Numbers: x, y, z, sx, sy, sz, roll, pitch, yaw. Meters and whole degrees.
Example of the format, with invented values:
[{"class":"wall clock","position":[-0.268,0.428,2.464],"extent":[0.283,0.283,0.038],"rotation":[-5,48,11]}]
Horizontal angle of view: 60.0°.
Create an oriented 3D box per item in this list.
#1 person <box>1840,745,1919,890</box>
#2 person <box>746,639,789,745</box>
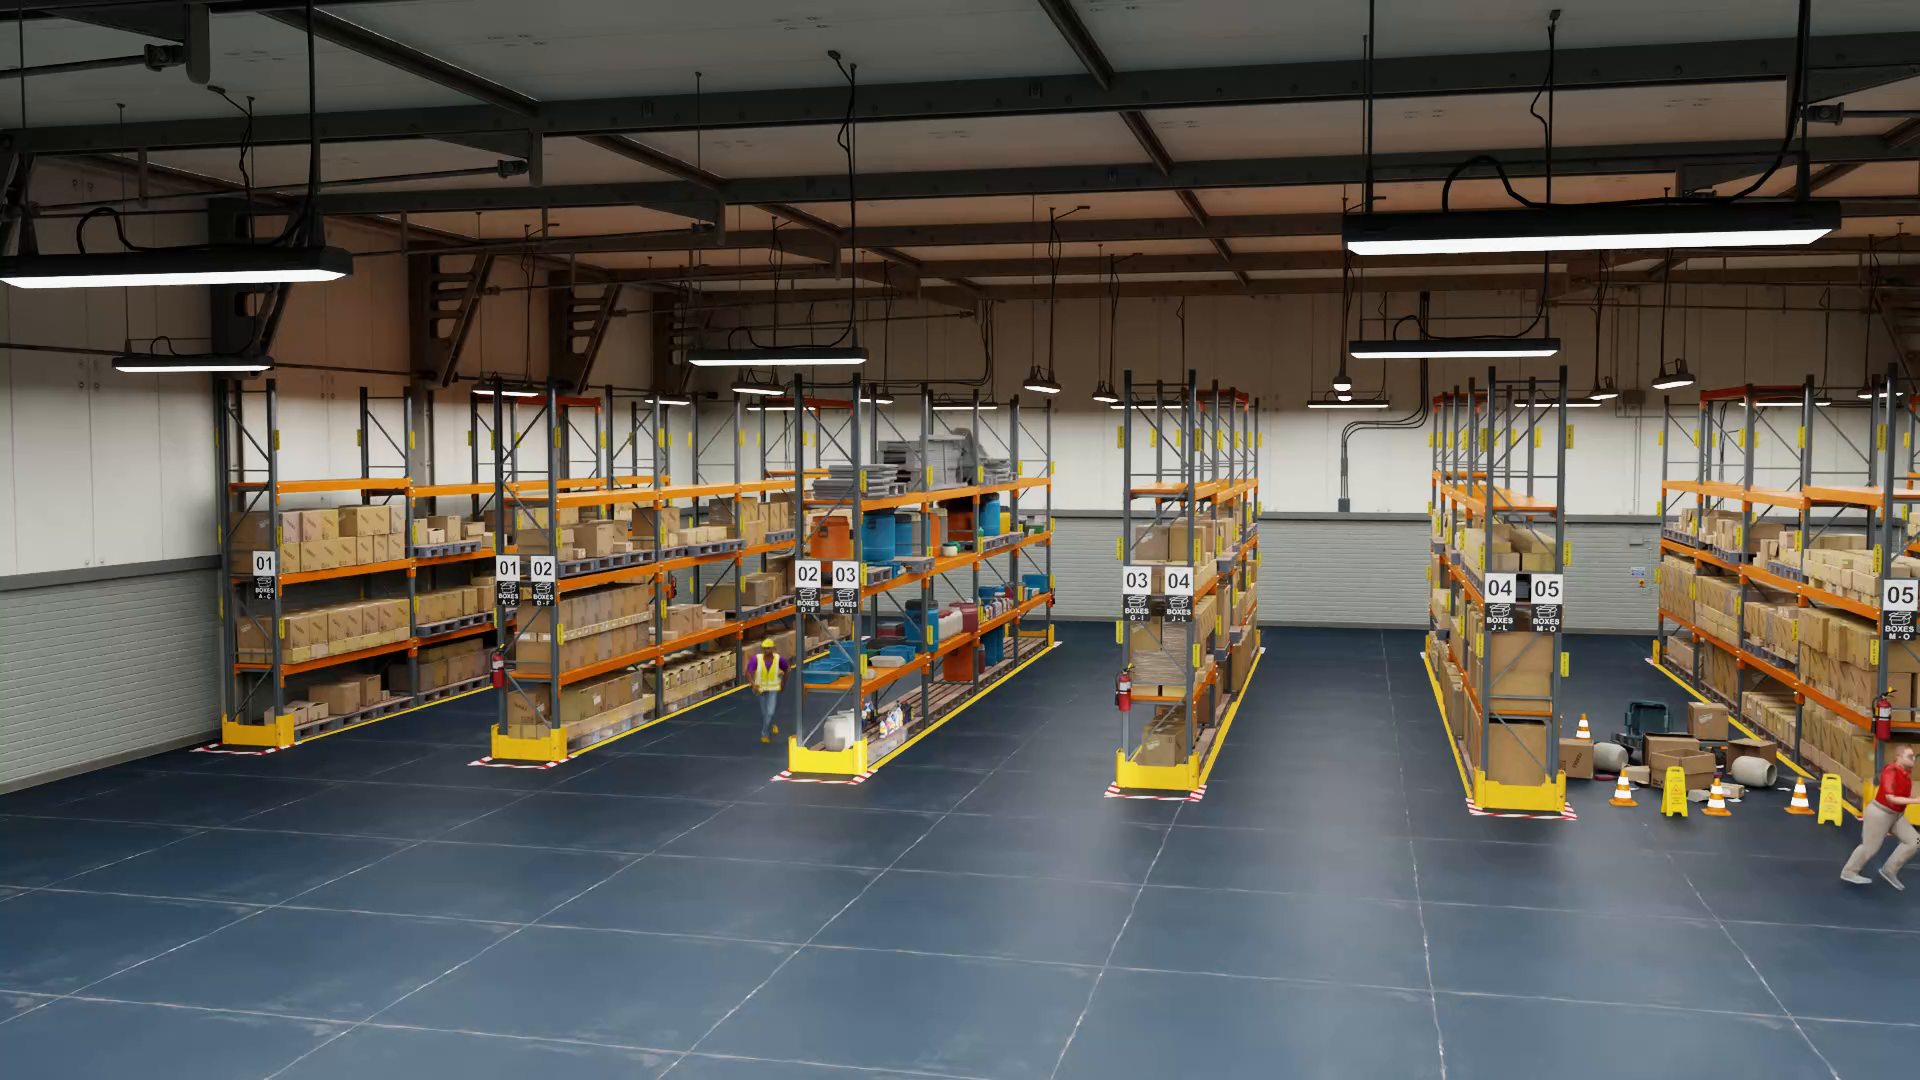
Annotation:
[{"class":"person","position":[10.308,3.080,18.427],"extent":[0.672,1.678,0.967],"rotation":[-3,4,-37]},{"class":"person","position":[-3.194,2.487,27.660],"extent":[0.698,1.738,0.735],"rotation":[0,3,-1]}]
